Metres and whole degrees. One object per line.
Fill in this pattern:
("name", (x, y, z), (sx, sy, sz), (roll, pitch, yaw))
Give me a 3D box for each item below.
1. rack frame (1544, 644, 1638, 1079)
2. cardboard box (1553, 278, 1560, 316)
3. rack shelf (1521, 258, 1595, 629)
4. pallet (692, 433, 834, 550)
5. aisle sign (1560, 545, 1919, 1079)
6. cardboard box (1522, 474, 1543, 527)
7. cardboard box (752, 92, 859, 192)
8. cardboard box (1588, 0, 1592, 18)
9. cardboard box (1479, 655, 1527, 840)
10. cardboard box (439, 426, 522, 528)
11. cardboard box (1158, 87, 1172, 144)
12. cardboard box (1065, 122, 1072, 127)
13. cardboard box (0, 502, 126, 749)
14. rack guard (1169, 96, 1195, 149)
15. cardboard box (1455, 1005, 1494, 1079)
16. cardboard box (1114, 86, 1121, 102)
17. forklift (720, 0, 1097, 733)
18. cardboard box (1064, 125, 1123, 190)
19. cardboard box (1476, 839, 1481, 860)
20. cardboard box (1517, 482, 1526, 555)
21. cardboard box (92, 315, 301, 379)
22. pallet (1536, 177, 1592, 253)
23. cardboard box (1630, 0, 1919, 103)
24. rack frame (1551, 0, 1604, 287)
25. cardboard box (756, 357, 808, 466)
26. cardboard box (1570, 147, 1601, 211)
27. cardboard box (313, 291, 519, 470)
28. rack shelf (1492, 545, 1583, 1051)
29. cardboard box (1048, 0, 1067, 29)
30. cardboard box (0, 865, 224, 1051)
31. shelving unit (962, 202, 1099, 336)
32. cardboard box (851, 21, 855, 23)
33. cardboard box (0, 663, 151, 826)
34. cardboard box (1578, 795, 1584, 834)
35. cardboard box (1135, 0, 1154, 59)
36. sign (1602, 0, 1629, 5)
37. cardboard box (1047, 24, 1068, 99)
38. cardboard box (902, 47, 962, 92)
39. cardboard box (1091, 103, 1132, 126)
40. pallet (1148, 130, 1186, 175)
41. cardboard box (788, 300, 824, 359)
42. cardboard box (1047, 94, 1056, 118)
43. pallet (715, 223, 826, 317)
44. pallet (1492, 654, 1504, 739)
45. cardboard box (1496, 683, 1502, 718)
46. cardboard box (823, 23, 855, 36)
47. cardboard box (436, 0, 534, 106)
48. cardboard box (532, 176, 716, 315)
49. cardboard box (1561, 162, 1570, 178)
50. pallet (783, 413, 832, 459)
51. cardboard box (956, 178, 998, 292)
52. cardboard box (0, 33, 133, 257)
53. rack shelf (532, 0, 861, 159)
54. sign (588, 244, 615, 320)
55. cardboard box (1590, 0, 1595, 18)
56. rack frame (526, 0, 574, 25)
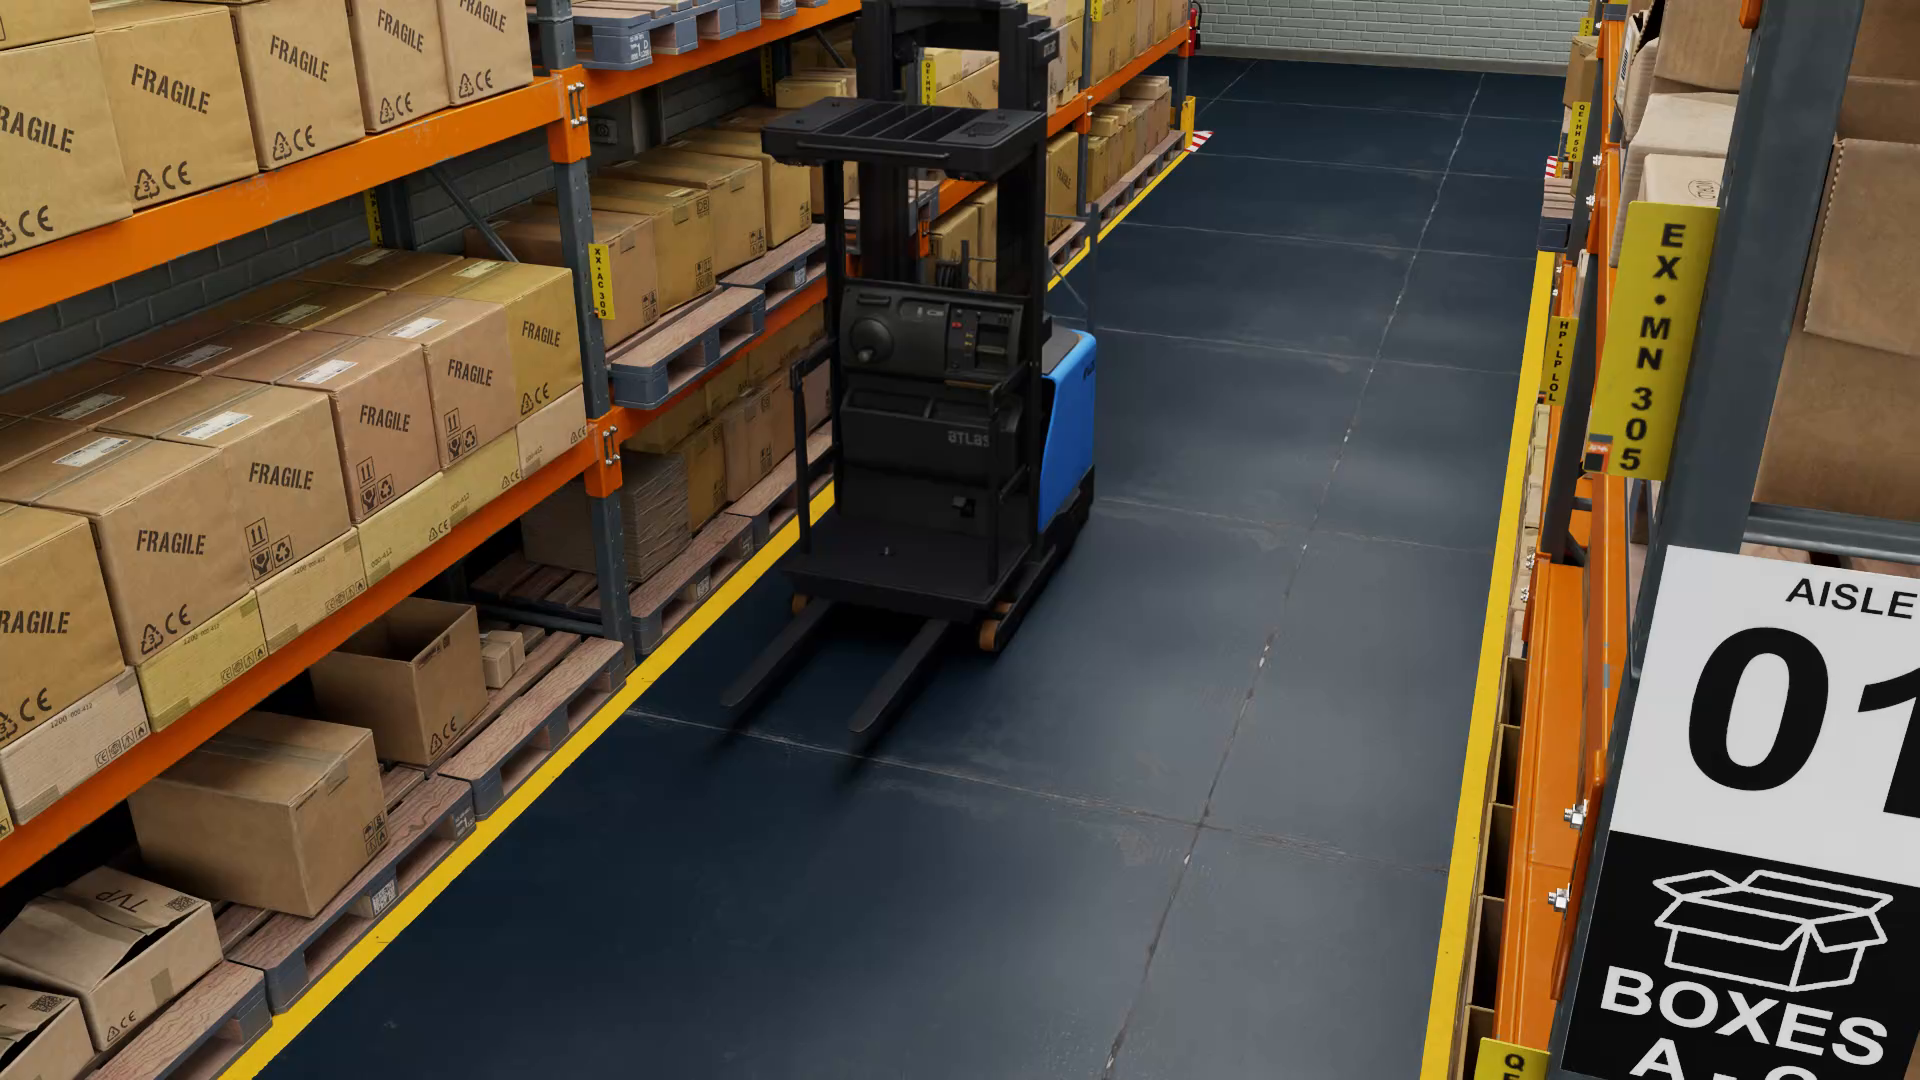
("rack frame", (1.297, 1.575, 2.555), (1.000, 3.000, 0.127), (9, 27, 17))
("cardboard box", (4.221, -1.416, 11.097), (0.500, 0.500, 0.500), (8, 27, 16))
("rack shelf", (3.293, -0.567, 7.804), (1.077, 0.370, 4.000), (9, 27, 17))
("pallet", (-1.383, -0.354, 9.738), (1.003, 0.211, 1.213), (9, 27, 17))
("aisle sign", (0.998, 0.389, 2.020), (0.394, 0.787, 0.004), (9, 27, 17))
("cardboard box", (2.998, -0.106, 8.057), (0.500, 0.311, 0.500), (8, 27, 17))
("cardboard box", (-0.861, -2.478, 10.306), (0.700, 0.500, 0.500), (6, 26, 11))
("cardboard box", (6.058, -4.688, 15.376), (0.500, 0.500, 0.500), (8, 27, 17))
("cardboard box", (2.178, 0.788, 5.994), (0.500, 0.500, 0.500), (9, 27, 17))
("cardboard box", (-2.090, -0.285, 6.545), (0.500, 0.250, 0.500), (9, 27, 18))
("cardboard box", (1.810, -4.479, 17.445), (0.700, 0.500, 0.500), (9, 27, 17))
("cardboard box", (0.988, -4.016, 15.744), (0.380, 0.149, 0.250), (8, 27, 16))
("cardboard box", (-2.760, 0.225, 4.632), (0.500, 0.500, 0.500), (9, 27, 18))
("rack guard", (1.957, -4.602, 18.180), (1.175, 0.500, 0.348), (9, 27, 17))
("cardboard box", (1.514, 1.610, 4.296), (0.500, 0.500, 0.500), (9, 27, 17))
("cardboard box", (1.411, -4.540, 16.827), (0.380, 0.149, 0.250), (9, 27, 18))
("forklift", (-0.216, -0.972, 7.894), (1.130, 2.935, 3.031), (9, 27, 18))
("cardboard box", (1.133, -3.635, 15.703), (0.700, 0.500, 0.500), (8, 27, 17))
("cardboard box", (2.188, 1.126, 6.155), (0.500, 0.250, 0.500), (9, 27, 17))
("cardboard box", (3.174, -0.070, 8.626), (0.500, 0.250, 0.500), (8, 27, 16))
("cardboard box", (-2.745, -0.486, 6.100), (0.500, 0.500, 0.500), (10, 27, 19))
("pallet", (4.118, -1.915, 9.983), (1.213, 0.211, 1.003), (9, 27, 17))
("cardboard box", (1.961, -1.059, 3.792), (0.797, 0.503, 0.637), (12, 28, 23))
("rack frame", (5.290, -3.356, 12.740), (1.000, 3.000, 0.127), (9, 27, 17))
("cardboard box", (-1.324, -0.796, 9.815), (0.700, 0.500, 0.500), (9, 27, 17))
("cardboard box", (4.062, -2.222, 9.800), (0.700, 0.500, 0.500), (0, 26, 0))
("cardboard box", (-2.071, -0.619, 6.376), (0.500, 0.500, 0.500), (9, 27, 17))
("rack shelf", (1.962, 1.077, 4.409), (1.077, 0.370, 4.000), (9, 27, 17))
("cardboard box", (0.524, -4.161, 13.062), (0.500, 0.250, 0.500), (9, 27, 19))
("cardboard box", (-2.871, 1.365, 5.570), (0.500, 0.311, 0.500), (11, 28, 22))
("shelving unit", (0.423, -1.178, 9.963), (0.538, 1.500, 1.048), (9, 27, 18))
("cardboard box", (-0.458, -3.601, 11.906), (0.500, 0.250, 0.500), (8, 27, 16))
("cardboard box", (-2.755, 0.547, 4.828), (0.500, 0.250, 0.500), (8, 27, 16))
("cardboard box", (1.977, 0.704, 4.240), (0.700, 0.500, 0.500), (10, 27, 19))
("cardboard box", (1.294, -5.028, 15.849), (0.980, 0.700, 0.700), (7, 27, 15))
("sign", (2.113, -1.868, 5.269), (0.100, 0.325, 0.005), (9, 27, 17))
("cardboard box", (0.541, -3.824, 13.226), (0.500, 0.500, 0.500), (9, 27, 18))
("cardboard box", (-0.310, -3.116, 10.903), (0.500, 0.250, 0.500), (9, 27, 19))
("cardboard box", (1.423, -4.050, 15.815), (0.380, 0.149, 0.250), (8, 27, 16))
("pallet", (1.756, -4.122, 17.521), (1.003, 0.211, 1.213), (9, 27, 17))
("cardboard box", (-1.153, -1.311, 10.019), (0.500, 0.250, 0.500), (9, 27, 18))
("cardboard box", (0.549, -3.465, 13.229), (0.380, 0.149, 0.250), (9, 27, 17))
("pallet", (-1.334, -1.524, 9.175), (1.003, 0.211, 1.213), (9, 27, 17))
("pallet", (2.836, 0.878, 7.194), (1.003, 0.211, 1.213), (9, 27, 17))
("cardboard box", (2.493, 0.767, 6.896), (0.500, 0.250, 0.500), (8, 27, 17))
("cardboard box", (-0.632, -3.391, 11.472), (0.500, 0.250, 0.500), (8, 27, 16))
("cardboard box", (-1.981, -1.945, 6.246), (0.500, 0.500, 0.500), (10, 27, 19))
("cardboard box", (-1.650, -1.461, 8.207), (0.700, 0.500, 0.500), (12, 28, 23))
("cardboard box", (5.840, -3.367, 15.413), (0.500, 0.250, 0.500), (9, 27, 17))
("pallet", (-0.975, -0.853, 10.770), (1.003, 0.211, 1.213), (9, 27, 17))
("cardboard box", (-0.048, -2.293, 12.529), (0.750, 0.750, 0.750), (9, 27, 17))
("cardboard box", (-2.647, -1.076, 4.451), (0.500, 0.500, 0.500), (10, 28, 20))
("rack shelf", (-1.379, -2.634, 8.631), (1.077, 0.370, 4.000), (9, 27, 17))
("sign", (-1.530, -1.100, 7.086), (0.100, 0.325, 0.005), (9, 27, 17))
("cardboard box", (5.382, -4.308, 13.443), (0.500, 0.500, 0.500), (8, 27, 16))
("rack frame", (-2.045, -3.486, 6.123), (1.000, 3.000, 0.127), (9, 27, 17))
